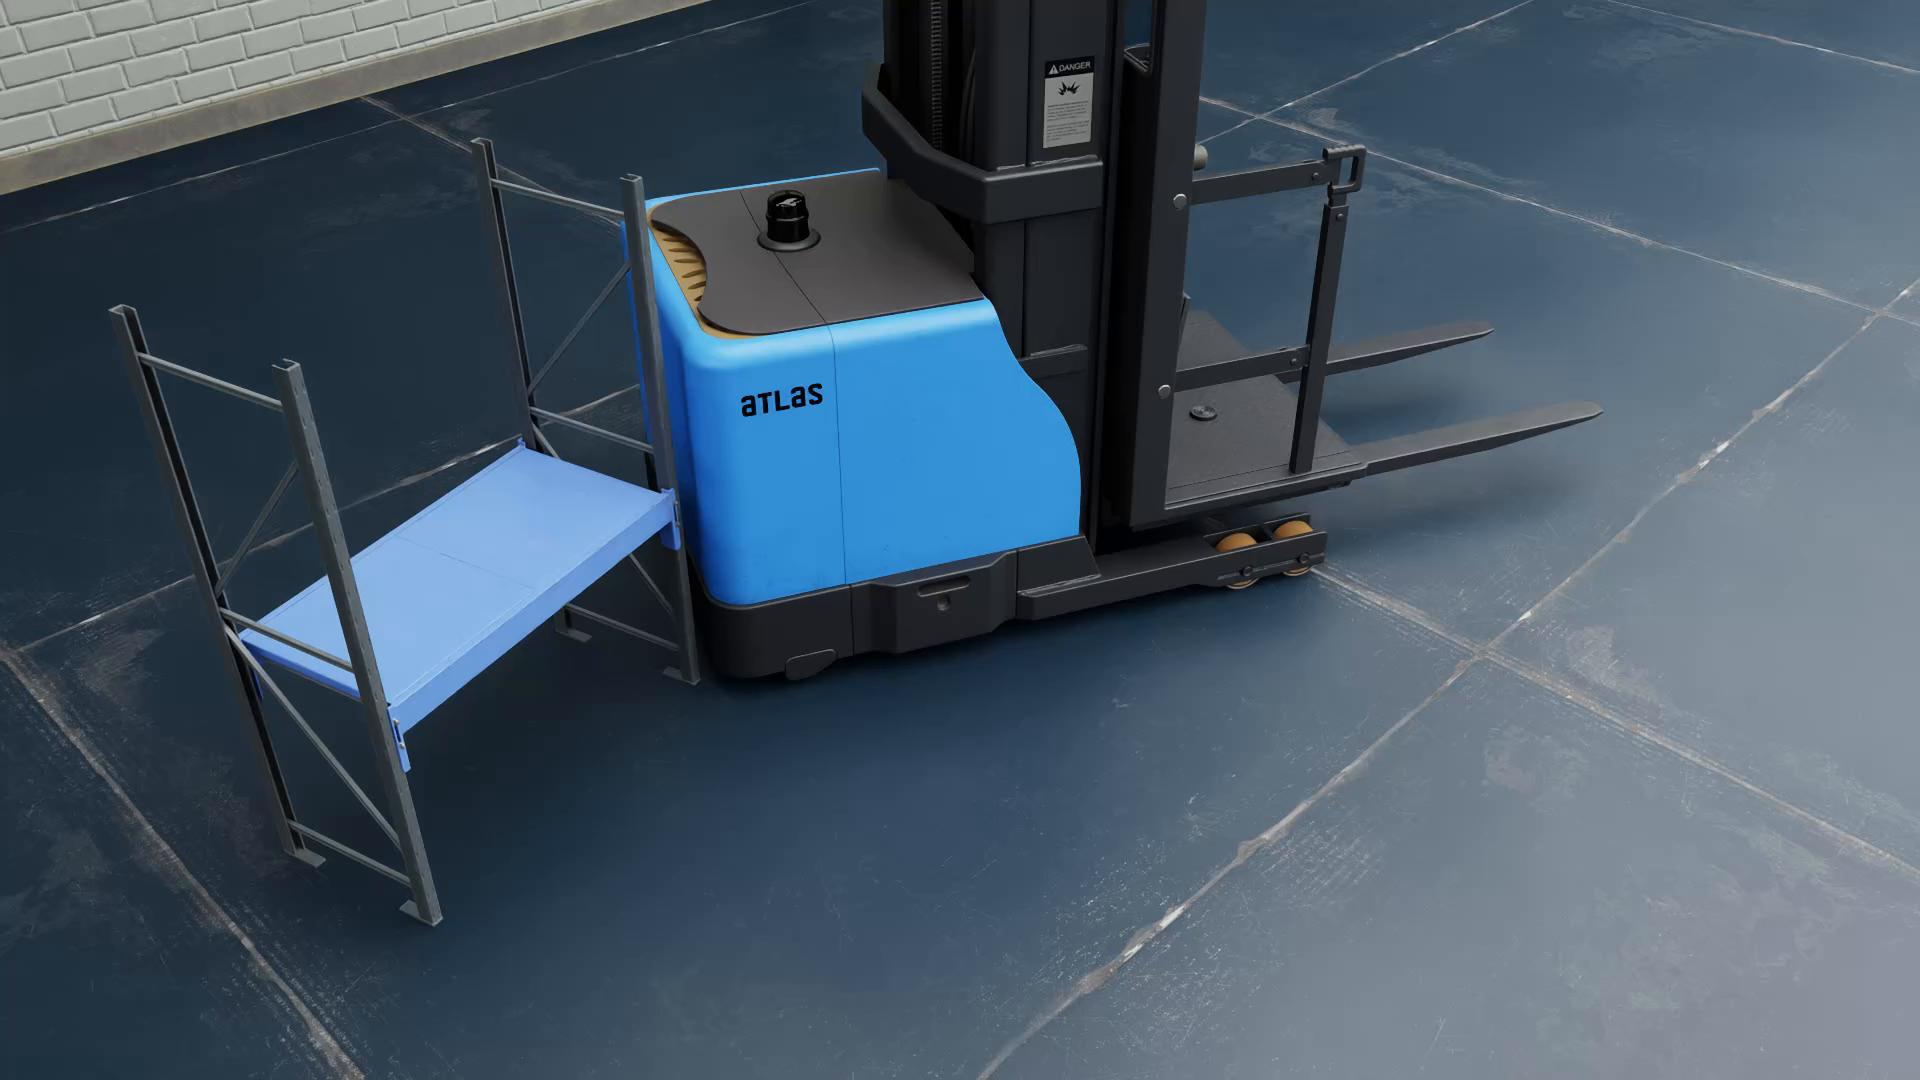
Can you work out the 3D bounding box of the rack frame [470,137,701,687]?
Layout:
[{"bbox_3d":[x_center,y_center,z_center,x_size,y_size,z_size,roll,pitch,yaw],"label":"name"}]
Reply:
[{"bbox_3d":[-0.955,-0.282,4.343,0.500,1.500,0.032,18,39,24],"label":"rack frame"}]

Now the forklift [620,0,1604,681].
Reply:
[{"bbox_3d":[0.586,-1.326,4.588,3.031,2.935,1.130,-12,37,-16],"label":"forklift"}]

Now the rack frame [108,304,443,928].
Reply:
[{"bbox_3d":[-1.455,0.225,3.617,0.500,1.500,0.032,18,39,24],"label":"rack frame"}]

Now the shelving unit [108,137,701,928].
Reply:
[{"bbox_3d":[-1.205,-0.029,3.980,0.538,1.500,1.048,18,39,24],"label":"shelving unit"}]

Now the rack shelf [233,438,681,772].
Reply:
[{"bbox_3d":[-1.205,0.119,4.083,0.538,0.185,1.000,18,39,24],"label":"rack shelf"}]
